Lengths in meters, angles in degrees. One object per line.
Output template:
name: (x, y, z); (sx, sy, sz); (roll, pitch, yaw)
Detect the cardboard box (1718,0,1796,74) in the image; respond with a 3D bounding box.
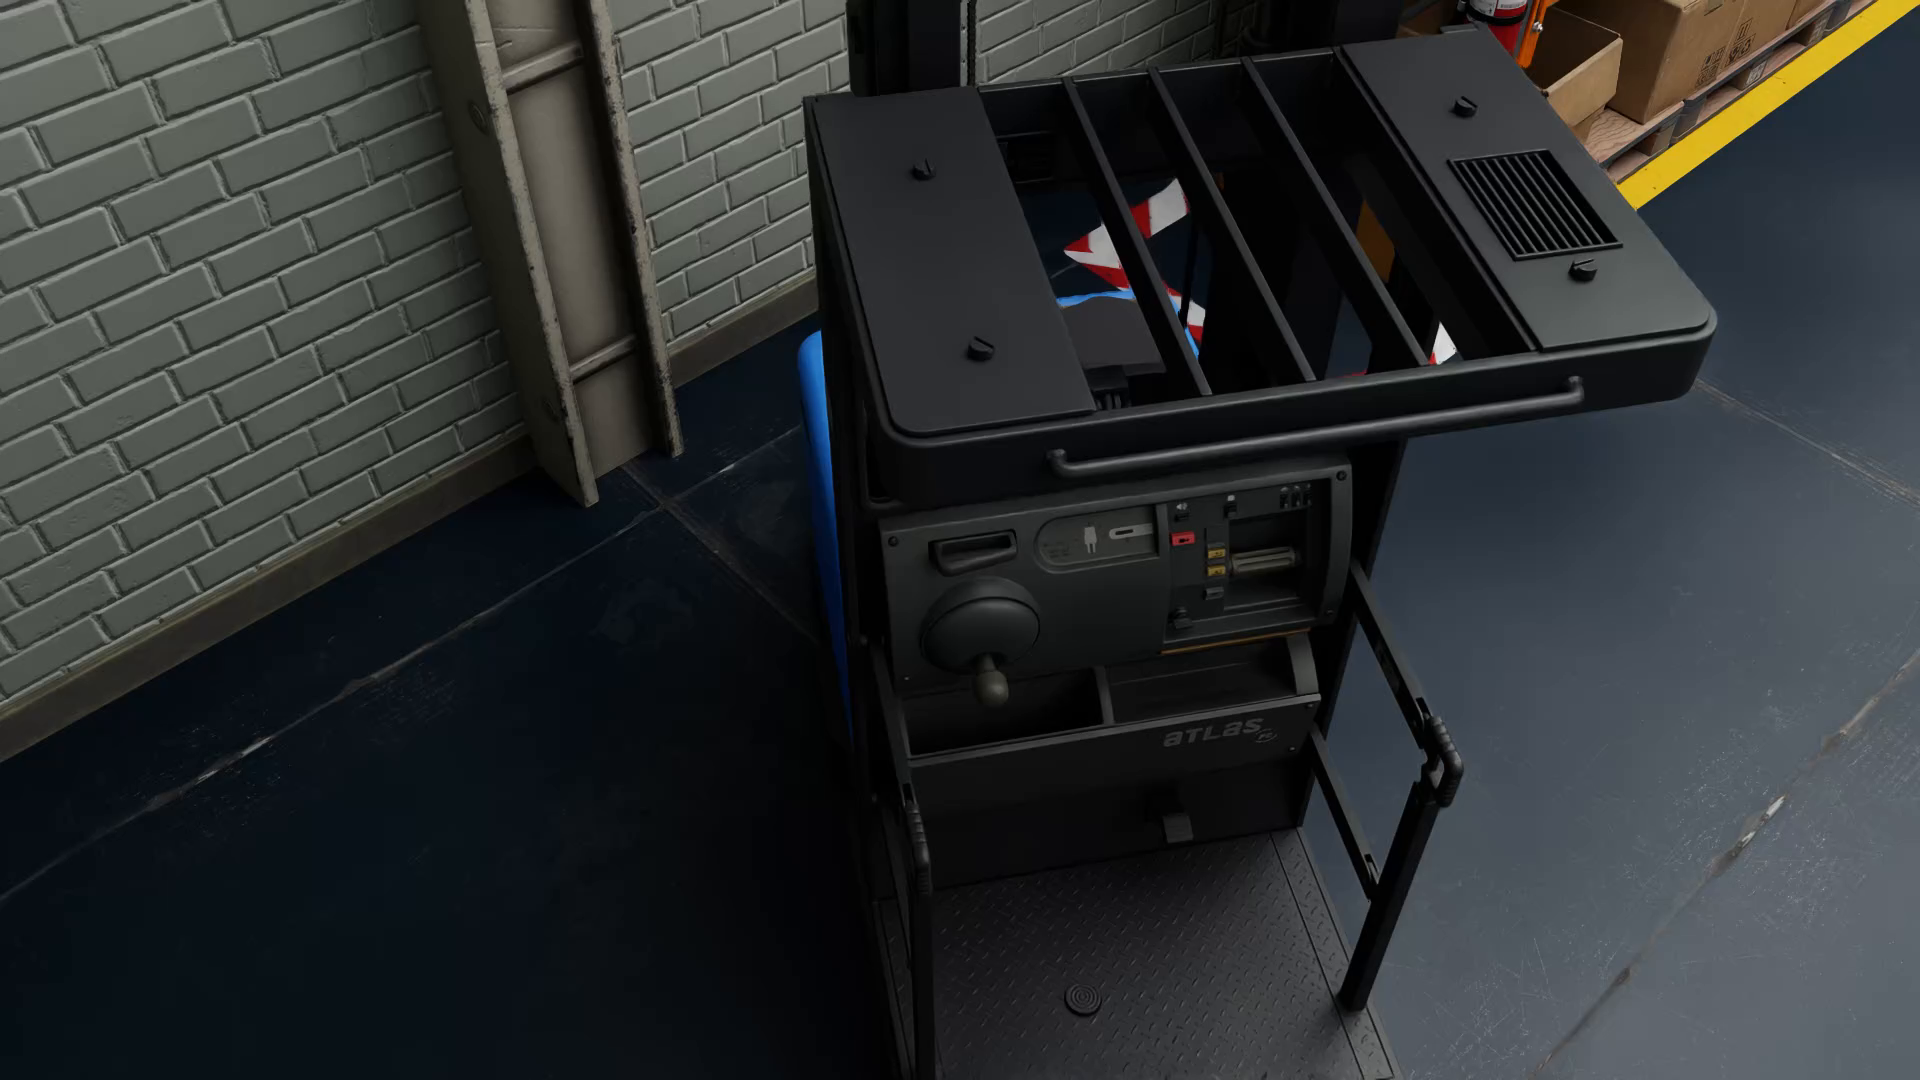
cardboard box: (3.073, -2.297, 6.744); (0.500, 0.500, 0.500); (-33, 55, -27)

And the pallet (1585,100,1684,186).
pallet: (2.085, -1.629, 6.610); (1.213, 0.211, 1.003); (-34, 56, -27)

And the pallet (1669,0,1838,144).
pallet: (2.987, -2.230, 7.164); (1.213, 0.211, 1.003); (-34, 56, -27)

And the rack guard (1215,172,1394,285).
rack guard: (1.496, -1.333, 6.140); (0.348, 0.500, 1.175); (-34, 56, -27)

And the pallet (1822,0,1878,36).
pallet: (3.890, -2.836, 7.723); (1.213, 0.211, 1.003); (-34, 56, -27)

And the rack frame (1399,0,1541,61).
rack frame: (1.440, -2.143, 5.186); (0.127, 3.000, 1.000); (-34, 56, -27)

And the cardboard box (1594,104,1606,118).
cardboard box: (2.297, -1.758, 6.485); (0.250, 0.149, 0.380); (-36, 57, -28)

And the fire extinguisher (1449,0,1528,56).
fire extinguisher: (1.642, -1.666, 5.053); (0.183, 0.674, 0.296); (-34, 56, -27)

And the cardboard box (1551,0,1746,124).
cardboard box: (2.615, -2.090, 6.553); (0.500, 0.500, 0.700); (-32, 55, -26)

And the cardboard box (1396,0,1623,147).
cardboard box: (1.956, -1.690, 6.181); (0.637, 0.503, 0.797); (-36, 57, -28)

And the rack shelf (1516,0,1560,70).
rack shelf: (2.919, -2.888, 6.363); (4.000, 0.370, 1.077); (-34, 56, -27)

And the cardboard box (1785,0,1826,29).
cardboard box: (3.383, -2.603, 7.026); (0.500, 0.500, 0.700); (-36, 57, -28)

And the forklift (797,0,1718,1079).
forklift: (0.357, 0.180, 3.090); (1.130, 2.935, 3.031); (-8, 48, -8)
